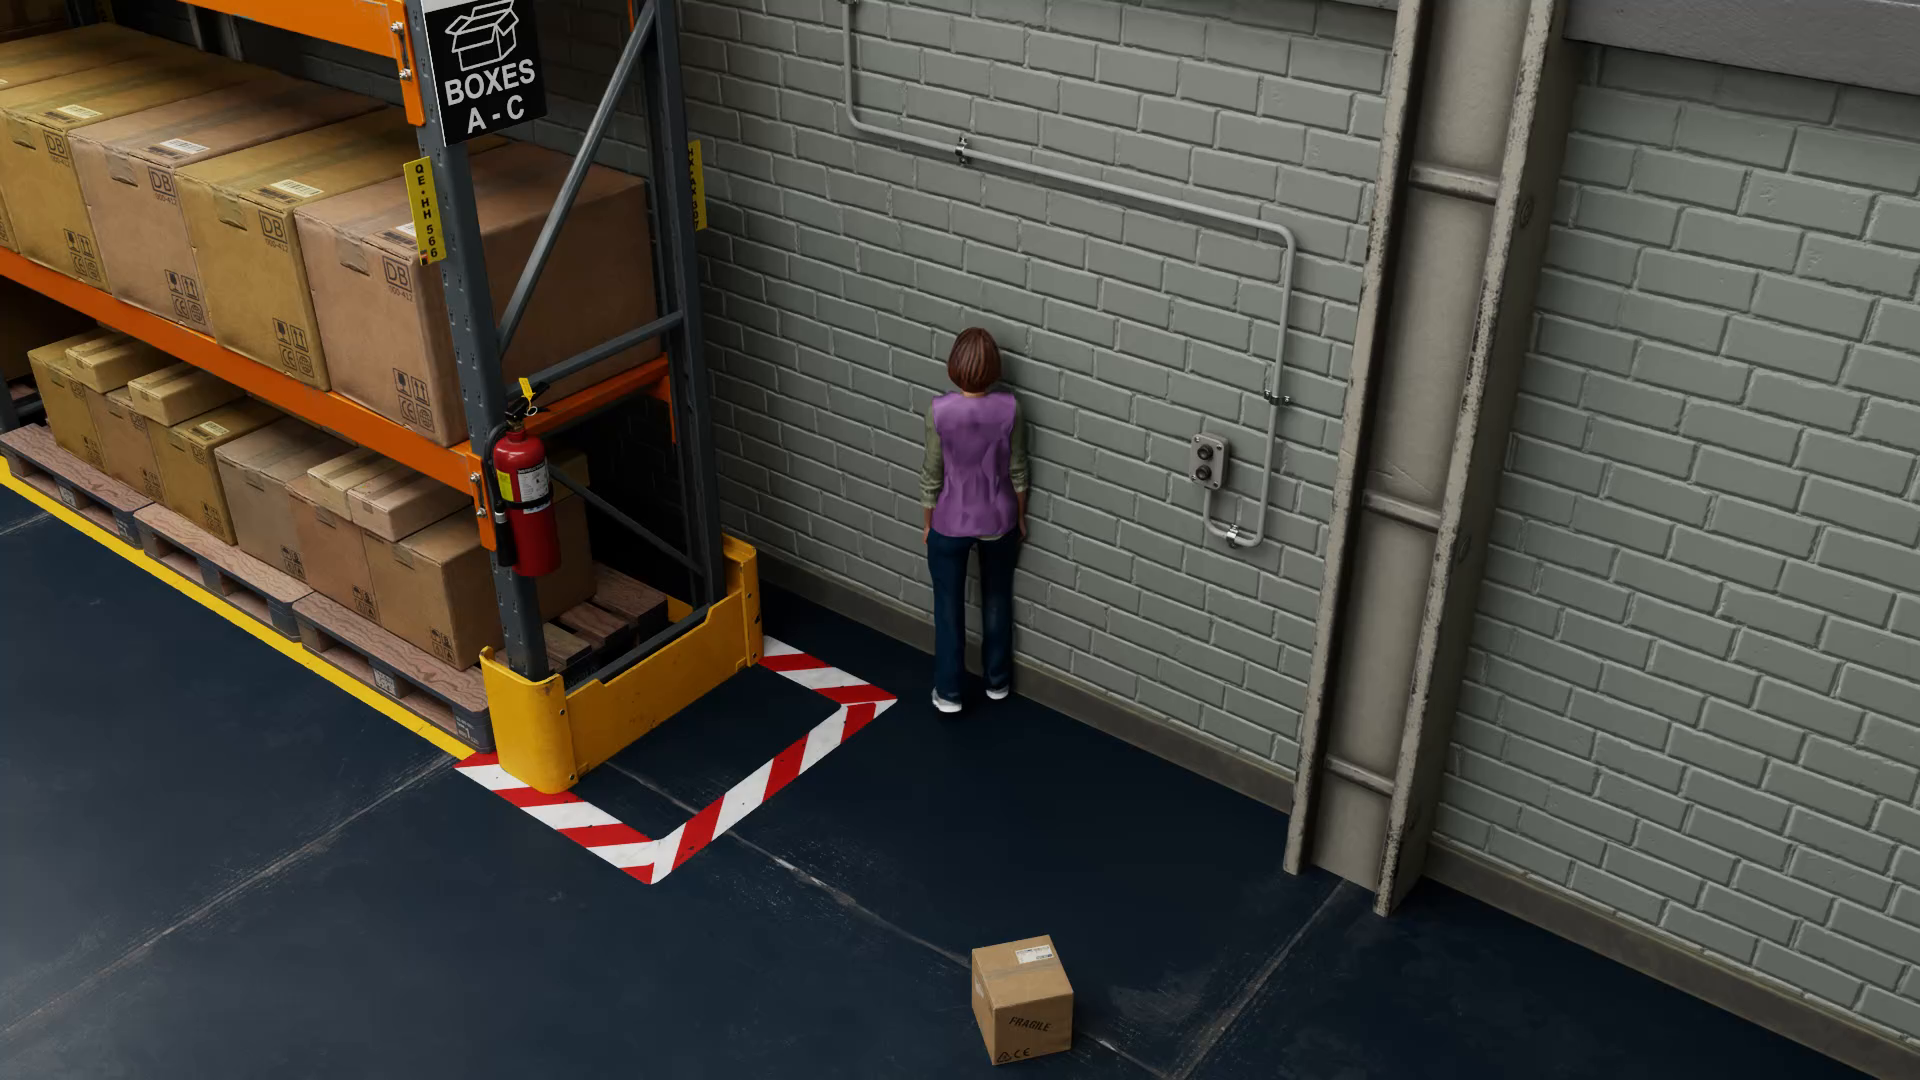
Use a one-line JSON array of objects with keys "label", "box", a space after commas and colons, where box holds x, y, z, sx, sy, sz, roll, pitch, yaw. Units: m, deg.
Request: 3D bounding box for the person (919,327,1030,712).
[{"label": "person", "box": [0.049, -0.050, 6.265, 0.413, 1.639, 0.365, -3, 31, -5]}]
